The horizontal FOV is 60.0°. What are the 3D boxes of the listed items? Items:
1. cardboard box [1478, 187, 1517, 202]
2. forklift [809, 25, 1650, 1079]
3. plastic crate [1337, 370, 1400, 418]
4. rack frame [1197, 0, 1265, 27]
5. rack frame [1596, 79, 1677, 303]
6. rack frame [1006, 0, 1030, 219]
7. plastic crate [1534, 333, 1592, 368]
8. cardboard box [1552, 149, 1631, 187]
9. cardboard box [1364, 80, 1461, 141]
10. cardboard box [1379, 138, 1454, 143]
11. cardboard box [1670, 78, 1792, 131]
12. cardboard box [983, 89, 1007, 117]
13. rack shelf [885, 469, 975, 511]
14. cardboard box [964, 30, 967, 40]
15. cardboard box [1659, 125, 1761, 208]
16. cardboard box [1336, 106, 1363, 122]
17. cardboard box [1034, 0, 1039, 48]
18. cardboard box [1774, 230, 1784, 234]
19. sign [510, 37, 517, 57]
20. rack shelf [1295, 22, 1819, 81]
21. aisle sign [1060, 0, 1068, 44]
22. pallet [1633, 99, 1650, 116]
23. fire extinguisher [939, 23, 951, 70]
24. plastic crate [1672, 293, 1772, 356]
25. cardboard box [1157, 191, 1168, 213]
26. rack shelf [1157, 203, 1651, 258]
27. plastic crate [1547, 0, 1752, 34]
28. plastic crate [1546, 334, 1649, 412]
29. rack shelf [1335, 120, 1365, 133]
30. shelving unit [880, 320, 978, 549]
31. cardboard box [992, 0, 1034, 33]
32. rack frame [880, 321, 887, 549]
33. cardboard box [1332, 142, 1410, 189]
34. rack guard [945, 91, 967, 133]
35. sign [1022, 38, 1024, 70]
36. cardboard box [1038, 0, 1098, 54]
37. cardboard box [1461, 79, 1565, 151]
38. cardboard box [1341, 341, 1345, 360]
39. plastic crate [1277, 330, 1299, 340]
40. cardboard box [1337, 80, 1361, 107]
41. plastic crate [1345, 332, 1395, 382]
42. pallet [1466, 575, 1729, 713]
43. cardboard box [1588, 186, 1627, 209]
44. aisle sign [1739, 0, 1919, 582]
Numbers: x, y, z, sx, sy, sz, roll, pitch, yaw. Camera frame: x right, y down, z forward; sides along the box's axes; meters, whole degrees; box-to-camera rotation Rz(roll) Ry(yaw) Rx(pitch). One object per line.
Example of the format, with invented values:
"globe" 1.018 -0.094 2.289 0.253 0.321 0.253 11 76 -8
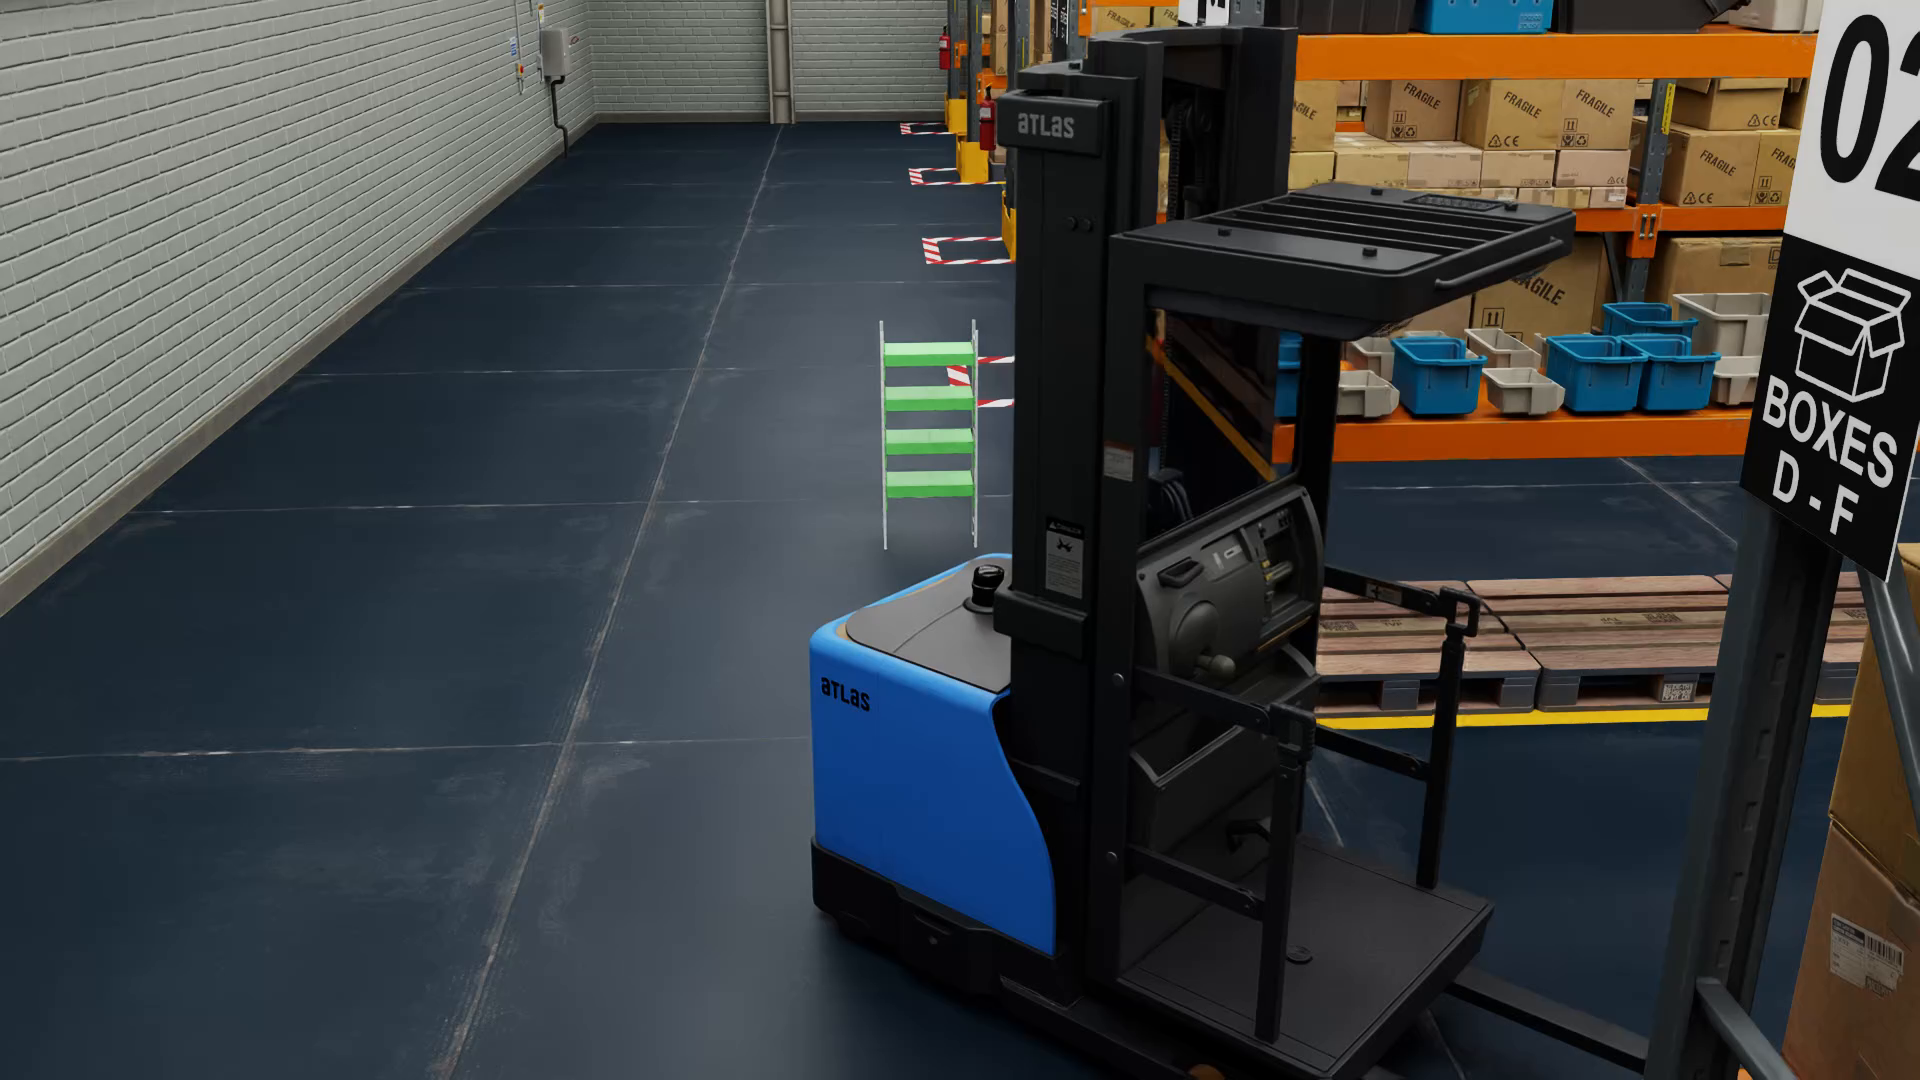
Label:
"cardboard box" 3.682 -2.404 11.573 0.250 0.149 0.380 -1 21 -2
"forklift" 0.951 0.130 4.659 3.031 2.935 1.130 17 26 37
"plastic crate" 1.617 -0.589 6.738 0.298 0.136 0.250 -1 21 -3
"rack frame" 1.027 -0.819 7.056 0.127 3.000 1.000 -1 21 -3
"rack frame" 4.738 -2.660 11.891 0.127 3.000 1.000 -1 21 -3
"rack frame" 0.562 -4.342 16.311 0.127 3.000 1.000 -1 21 -3
"plastic crate" 2.692 -0.832 7.378 0.250 0.136 0.298 -1 21 -3
"cardboard box" 4.312 -2.626 11.596 0.500 0.250 0.500 -2 21 -4
"cardboard box" 3.234 -3.141 11.893 0.500 0.500 0.500 -2 21 -5
"cardboard box" 3.240 -2.791 12.029 0.500 0.250 0.500 -1 21 -2
"cardboard box" 5.375 -3.191 11.737 0.637 0.503 0.797 -2 21 -4
"cardboard box" 0.508 -6.870 25.869 0.637 0.503 0.797 -2 21 -5
"rack shelf" -0.165 -0.273 9.007 0.480 0.148 0.258 -1 21 -3
"cardboard box" 0.207 -7.847 25.868 0.250 0.149 0.380 -1 21 -4
"cardboard box" 5.211 -2.627 11.665 0.500 0.500 0.500 -1 21 -3
"cardboard box" 3.763 -4.189 16.261 0.250 0.149 0.380 0 21 -1
"cardboard box" 1.005 -5.093 16.319 0.500 0.500 0.500 -2 21 -4
"cardboard box" 6.268 -1.902 12.296 0.875 0.875 1.225 -2 21 -5
"sign" -5.508 -6.084 20.505 0.001 0.218 0.327 -1 21 -3
"rack shelf" 3.024 -1.925 6.757 4.000 0.370 1.077 -1 21 -3
"aisle sign" 0.690 -3.685 10.931 0.004 0.787 0.394 -1 21 -3
"pallet" 6.575 -4.360 16.628 1.213 0.211 1.003 -1 21 -3
"fire extinguisher" -0.229 -7.484 25.196 0.183 0.674 0.296 -1 21 -3
"plastic crate" 3.486 -0.907 7.371 0.530 0.282 0.437 -1 21 -3
"cardboard box" 1.374 -2.357 11.448 0.250 0.149 0.380 -1 21 -4
"rack shelf" 2.741 -2.283 11.912 4.000 0.370 1.077 -1 21 -3
"plastic crate" 2.568 -2.125 6.359 0.767 0.338 0.504 -1 21 -3
"plastic crate" 2.607 -0.684 6.852 0.300 0.233 0.416 -1 21 -3
"rack shelf" 2.559 -4.047 16.546 4.000 0.370 1.077 -1 21 -3
"shelving unit" -0.165 -0.557 8.899 0.503 1.200 0.258 -1 21 -3
"cardboard box" 0.674 -6.521 20.488 0.500 0.500 0.500 -2 21 -4
"rack frame" -0.409 -0.552 8.886 0.015 1.200 0.240 -1 21 -3
"cardboard box" 2.780 -2.595 11.515 0.500 0.250 0.500 -2 21 -4
"rack guard" -0.033 -6.695 26.004 0.348 0.500 1.175 -1 21 -3
"sign" 0.593 -4.554 15.651 0.005 0.325 0.100 -1 21 -3
"cardboard box" 1.025 -4.910 15.838 0.500 0.500 0.500 -1 21 -3
"cardboard box" 3.794 -2.966 11.434 0.500 0.500 0.500 -1 21 -2
"cardboard box" 2.287 -1.842 12.138 0.875 0.875 0.875 -1 21 -3
"plastic crate" 1.351 -0.937 7.231 0.499 0.435 0.616 -1 21 -3
"cardboard box" 3.570 -4.489 16.137 0.500 0.500 0.500 -2 21 -5
"plastic crate" 1.831 -0.805 7.305 0.243 0.136 0.396 -1 21 -3
"pallet" 3.068 0.458 7.623 1.213 0.211 1.003 -1 21 -3
"cardboard box" 4.452 -2.420 11.614 0.250 0.149 0.380 -1 21 -3
"aisle sign" 1.221 -0.382 2.254 0.004 0.787 0.394 -1 21 -3
